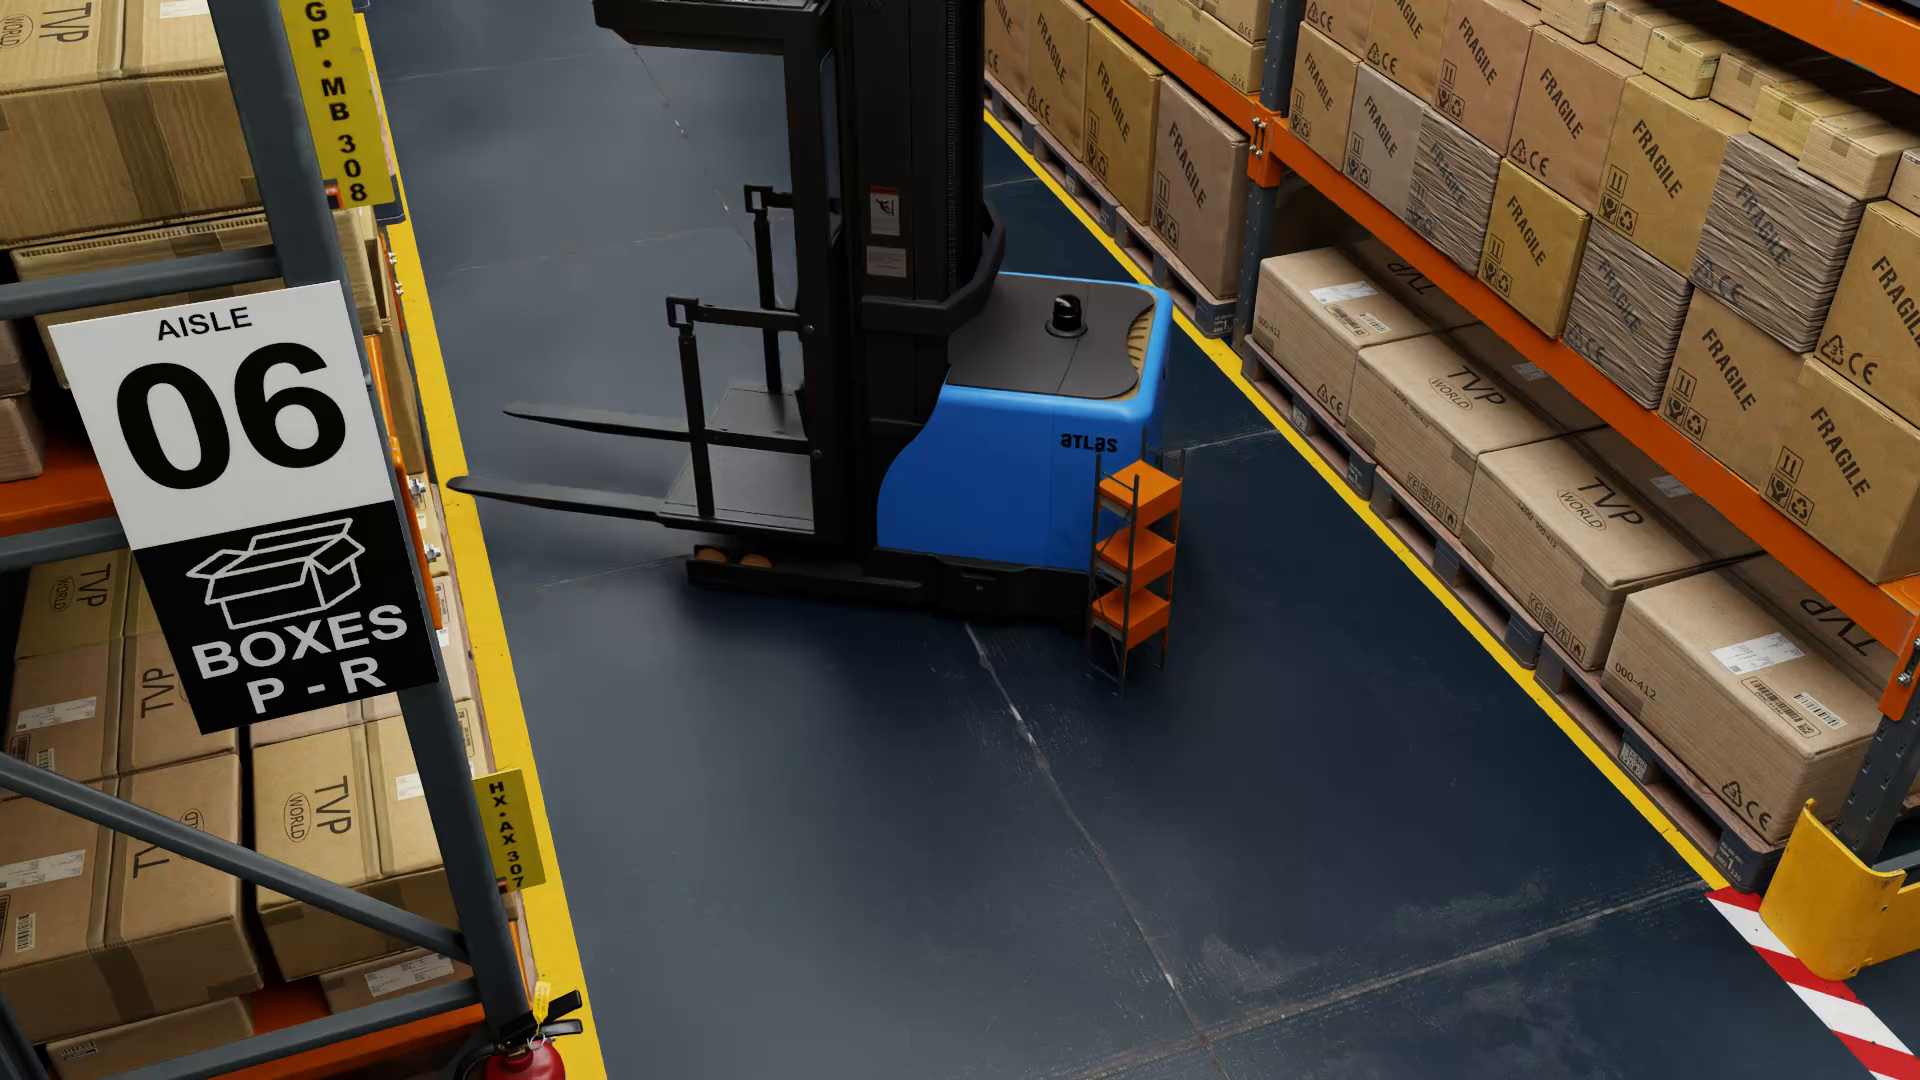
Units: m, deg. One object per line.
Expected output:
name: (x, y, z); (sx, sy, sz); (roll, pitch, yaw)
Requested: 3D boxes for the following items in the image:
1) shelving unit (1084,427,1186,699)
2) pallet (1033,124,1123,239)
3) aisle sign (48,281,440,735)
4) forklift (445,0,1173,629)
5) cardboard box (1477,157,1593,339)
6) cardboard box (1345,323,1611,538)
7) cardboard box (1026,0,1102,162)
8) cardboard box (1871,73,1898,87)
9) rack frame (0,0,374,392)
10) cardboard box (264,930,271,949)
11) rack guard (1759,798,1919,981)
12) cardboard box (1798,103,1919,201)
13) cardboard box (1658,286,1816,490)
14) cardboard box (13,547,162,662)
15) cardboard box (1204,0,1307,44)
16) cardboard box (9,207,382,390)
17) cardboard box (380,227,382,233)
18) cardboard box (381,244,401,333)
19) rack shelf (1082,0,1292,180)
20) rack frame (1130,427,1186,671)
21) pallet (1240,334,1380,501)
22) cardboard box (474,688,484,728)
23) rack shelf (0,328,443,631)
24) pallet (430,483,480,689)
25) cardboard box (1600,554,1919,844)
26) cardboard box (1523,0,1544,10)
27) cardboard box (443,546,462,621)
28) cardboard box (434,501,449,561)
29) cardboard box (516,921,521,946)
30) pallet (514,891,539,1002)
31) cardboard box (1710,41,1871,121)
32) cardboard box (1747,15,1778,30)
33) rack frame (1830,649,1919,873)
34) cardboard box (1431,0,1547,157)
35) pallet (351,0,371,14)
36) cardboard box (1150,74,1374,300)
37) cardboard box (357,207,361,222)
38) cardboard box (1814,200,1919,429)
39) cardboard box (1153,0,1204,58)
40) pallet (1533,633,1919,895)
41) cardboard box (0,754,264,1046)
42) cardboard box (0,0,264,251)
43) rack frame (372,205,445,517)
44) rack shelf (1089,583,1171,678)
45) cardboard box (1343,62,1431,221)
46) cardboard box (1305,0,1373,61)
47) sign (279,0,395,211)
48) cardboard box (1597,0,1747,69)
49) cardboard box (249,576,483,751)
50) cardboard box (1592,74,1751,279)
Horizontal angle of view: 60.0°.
shelving unit: (0.647, 0.102, 6.242); (0.252, 1.050, 0.215); (-29, 46, -33)
pallet: (1.125, -2.252, 10.064); (1.003, 0.211, 1.213); (-12, 39, -16)
aisle sign: (-1.099, -0.026, 2.631); (0.394, 0.787, 0.004); (-12, 39, -16)
forklift: (-0.678, -1.249, 6.472); (3.031, 2.935, 1.130); (7, 38, 9)
cardboard box: (2.312, -1.117, 6.157); (0.500, 0.500, 0.500); (-11, 38, -15)
cardboard box: (2.309, -0.517, 7.223); (0.875, 0.438, 0.875); (-14, 39, -17)
cardboard box: (0.971, -2.921, 10.052); (0.875, 0.875, 0.875); (-12, 39, -15)
cardboard box: (3.013, -1.538, 5.345); (0.380, 0.149, 0.250); (-12, 39, -16)
rack frame: (-1.398, -1.362, 1.578); (1.000, 3.000, 0.127); (-12, 39, -16)
cardboard box: (-1.793, 0.847, 3.841); (0.380, 0.149, 0.250); (-11, 38, -15)
rack guard: (3.270, 1.017, 5.484); (1.175, 0.500, 0.348); (-12, 39, -16)
cardboard box: (2.672, -1.122, 4.793); (0.380, 0.149, 0.250); (-13, 39, -16)
cardboard box: (2.688, -0.539, 5.390); (0.500, 0.500, 0.500); (-13, 39, -17)
cardboard box: (-2.148, 0.199, 4.371); (0.500, 0.250, 0.500); (-11, 38, -15)
cardboard box: (1.505, -2.593, 7.909); (0.500, 0.250, 0.500); (-12, 39, -16)
cardboard box: (-1.294, -0.530, 2.844); (0.500, 0.250, 0.500); (-13, 39, -16)
cardboard box: (-3.262, -1.590, 8.596); (0.500, 0.500, 0.500); (-14, 39, -18)
cardboard box: (-2.184, -0.767, 5.652); (0.500, 0.250, 0.500); (-12, 39, -16)
rack shelf: (1.197, -3.097, 9.467); (1.077, 0.370, 4.000); (-12, 39, -16)
rack frame: (0.736, 0.052, 6.308); (0.008, 1.050, 0.200); (-29, 46, -33)
pallet: (2.073, -0.695, 7.997); (1.003, 0.211, 1.213); (-12, 39, -16)
cardboard box: (-2.134, 0.423, 5.924); (0.700, 0.500, 0.500); (-14, 39, -18)
rack shelf: (-2.086, -1.006, 4.197); (1.077, 0.370, 4.000); (-12, 39, -16)
pallet: (-2.539, 0.277, 6.707); (1.003, 0.211, 1.213); (-12, 39, -16)
cardboard box: (2.940, 0.508, 5.862); (0.875, 0.438, 0.875); (-14, 39, -17)
cardboard box: (2.237, -2.010, 5.972); (0.380, 0.149, 0.250); (-13, 39, -16)
cardboard box: (-1.650, 0.154, 4.761); (0.380, 0.149, 0.250); (-14, 39, -17)
cardboard box: (-2.307, 0.000, 6.777); (0.380, 0.149, 0.250); (-14, 39, -17)
cardboard box: (-1.777, 1.009, 5.145); (0.700, 0.500, 0.500); (-11, 38, -14)
pallet: (-1.699, 1.656, 4.877); (1.003, 0.211, 1.213); (-12, 39, -16)
cardboard box: (2.601, -1.435, 5.208); (0.380, 0.149, 0.250); (-13, 39, -16)
cardboard box: (2.905, -1.836, 5.741); (0.380, 0.149, 0.250); (-13, 39, -17)
rack frame: (3.261, 0.005, 4.750); (1.000, 3.000, 0.127); (-12, 39, -16)
cardboard box: (2.155, -1.797, 6.228); (0.500, 0.500, 0.500); (-12, 39, -15)
pallet: (-3.852, -3.040, 8.952); (1.213, 0.211, 1.003); (-12, 39, -16)
cardboard box: (1.597, -1.907, 8.706); (0.875, 0.875, 0.875); (-11, 38, -15)
cardboard box: (-1.465, -0.745, 3.461); (0.380, 0.149, 0.250); (-12, 39, -15)
cardboard box: (2.872, -0.657, 4.716); (0.500, 0.500, 0.500); (-11, 38, -14)
cardboard box: (1.320, -2.684, 8.445); (0.500, 0.250, 0.500); (-13, 39, -17)
pallet: (2.913, 0.683, 6.168); (1.003, 0.211, 1.213); (-12, 39, -16)
cardboard box: (-1.805, 0.771, 3.611); (0.500, 0.250, 0.500); (-11, 38, -15)
cardboard box: (-1.315, -0.725, 2.688); (0.500, 0.250, 0.500); (-13, 39, -16)
rack frame: (-2.774, -1.225, 6.383); (1.000, 3.000, 0.127); (-12, 39, -16)
rack shelf: (0.647, 0.332, 6.416); (0.240, 0.259, 0.215); (-29, 46, -33)
cardboard box: (1.970, -1.690, 6.918); (0.500, 0.500, 0.500); (-12, 39, -16)
cardboard box: (1.821, -2.375, 6.996); (0.500, 0.500, 0.500); (-12, 39, -16)
sign: (-0.888, -0.625, 2.367); (0.100, 0.325, 0.005); (-12, 39, -16)
cardboard box: (2.387, -1.716, 5.582); (0.380, 0.149, 0.250); (-11, 38, -14)
cardboard box: (-1.475, 0.379, 4.131); (0.500, 0.250, 0.500); (-12, 39, -15)
cardboard box: (2.497, -1.227, 5.471); (0.500, 0.500, 0.500); (-13, 39, -16)
